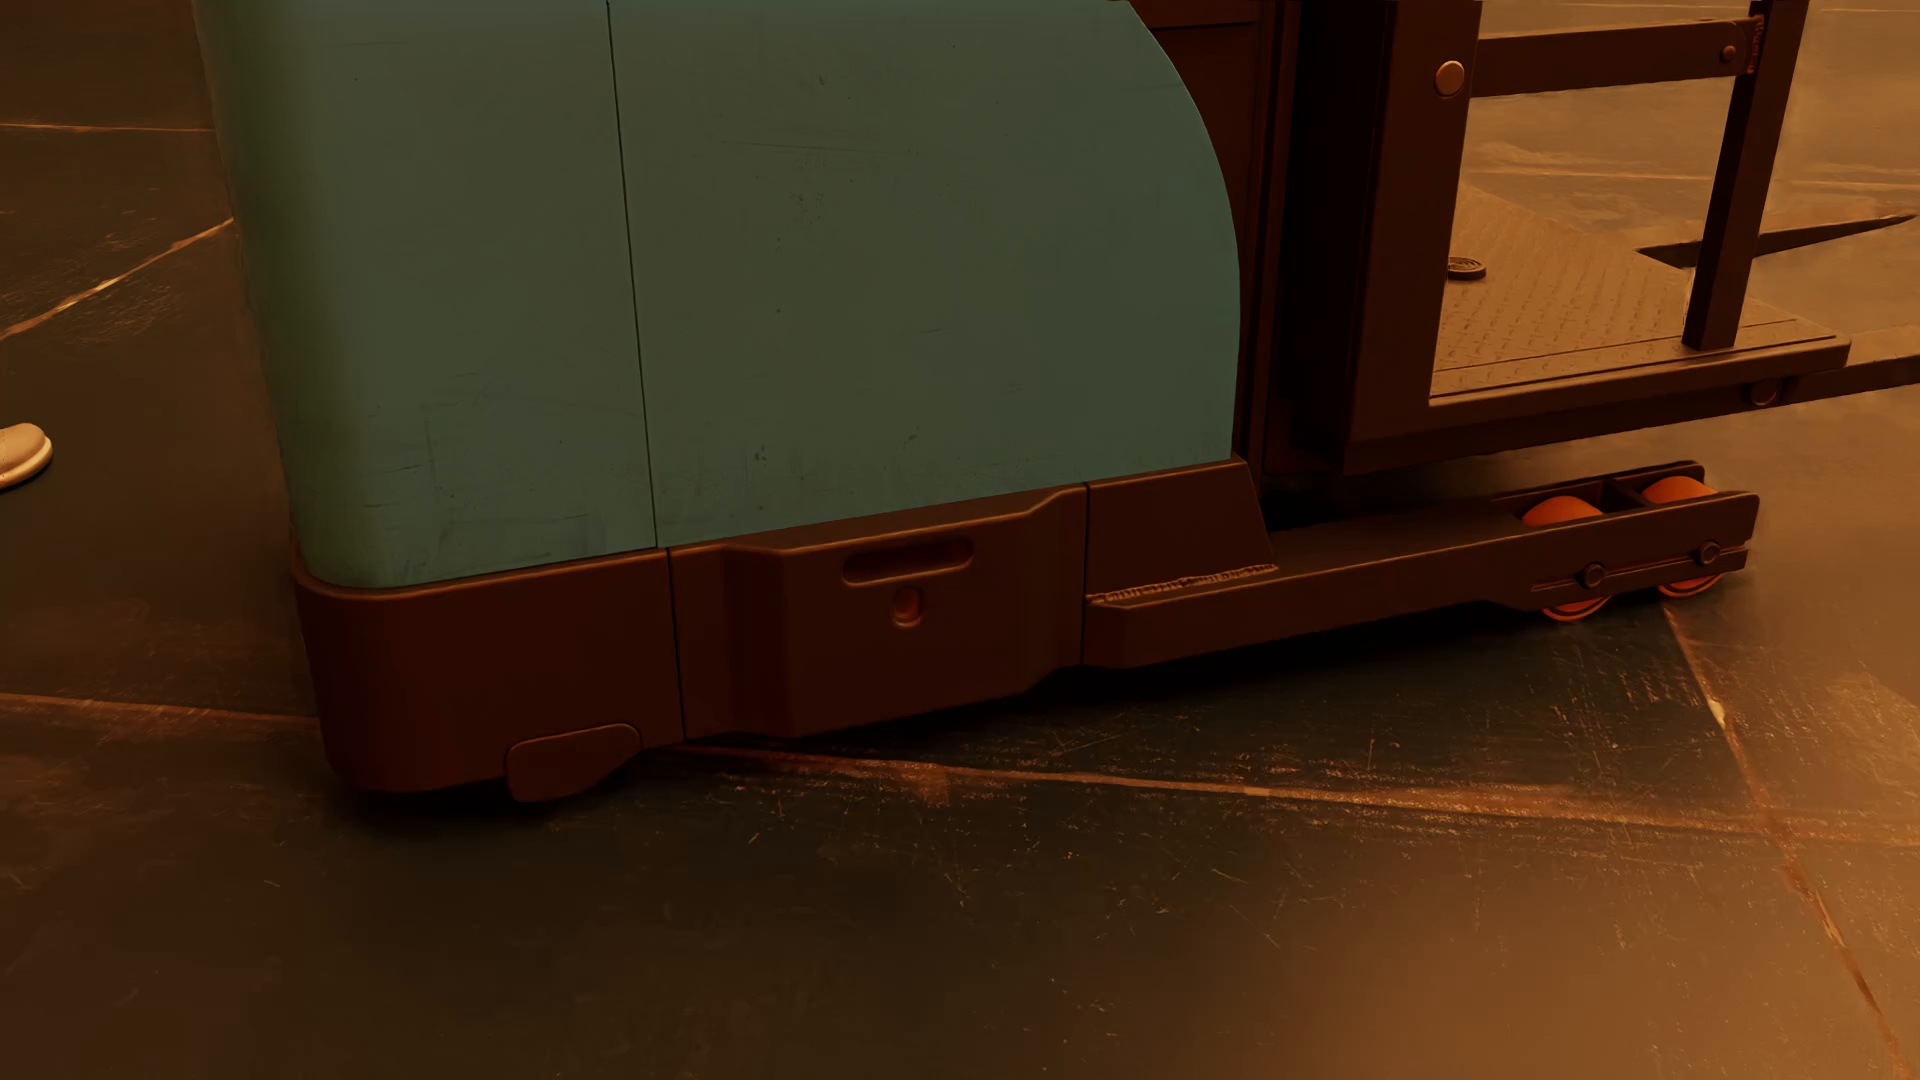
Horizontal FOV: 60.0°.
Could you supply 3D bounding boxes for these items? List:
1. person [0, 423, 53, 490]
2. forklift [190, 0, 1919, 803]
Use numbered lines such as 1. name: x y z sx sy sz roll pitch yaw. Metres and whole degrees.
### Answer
1. person: -1.852 -0.838 2.233 0.640 1.730 0.528 7 27 14
2. forklift: 0.574 -1.413 2.049 3.031 2.935 1.130 -9 28 -18
